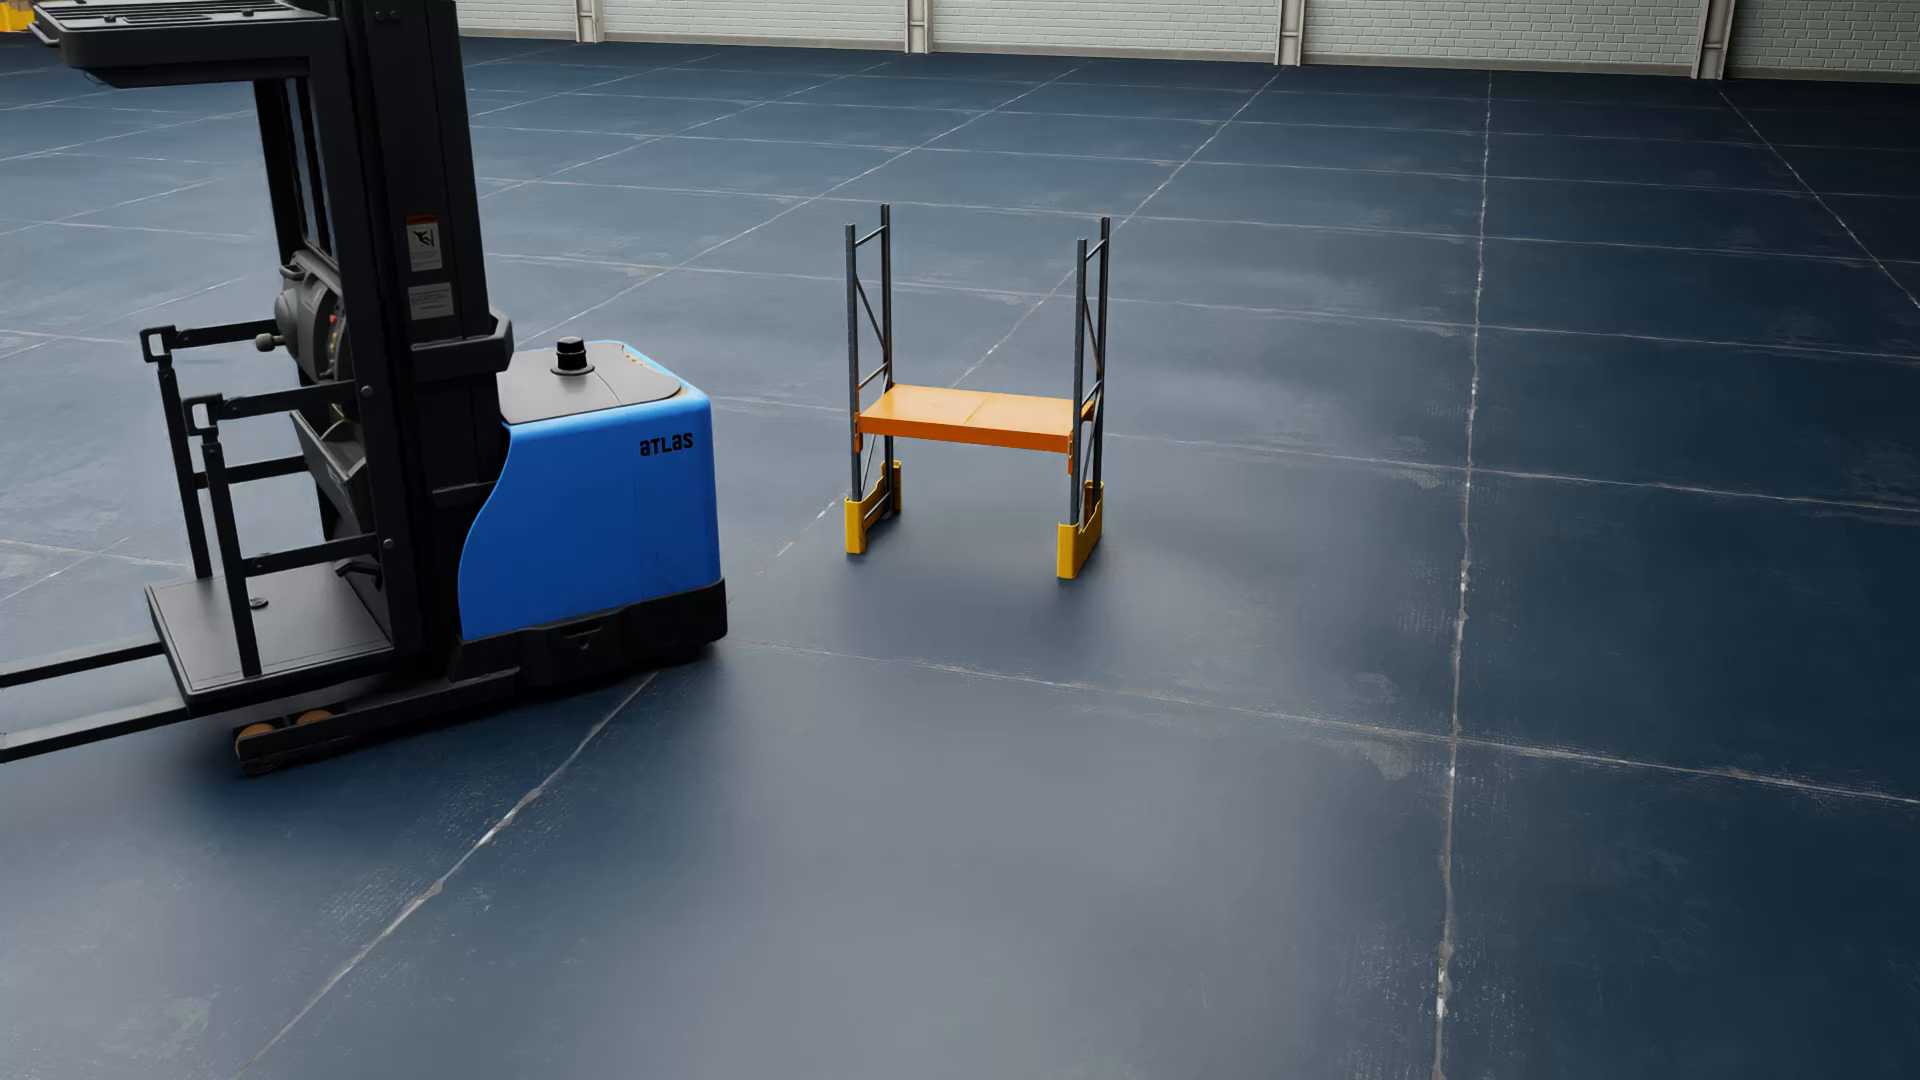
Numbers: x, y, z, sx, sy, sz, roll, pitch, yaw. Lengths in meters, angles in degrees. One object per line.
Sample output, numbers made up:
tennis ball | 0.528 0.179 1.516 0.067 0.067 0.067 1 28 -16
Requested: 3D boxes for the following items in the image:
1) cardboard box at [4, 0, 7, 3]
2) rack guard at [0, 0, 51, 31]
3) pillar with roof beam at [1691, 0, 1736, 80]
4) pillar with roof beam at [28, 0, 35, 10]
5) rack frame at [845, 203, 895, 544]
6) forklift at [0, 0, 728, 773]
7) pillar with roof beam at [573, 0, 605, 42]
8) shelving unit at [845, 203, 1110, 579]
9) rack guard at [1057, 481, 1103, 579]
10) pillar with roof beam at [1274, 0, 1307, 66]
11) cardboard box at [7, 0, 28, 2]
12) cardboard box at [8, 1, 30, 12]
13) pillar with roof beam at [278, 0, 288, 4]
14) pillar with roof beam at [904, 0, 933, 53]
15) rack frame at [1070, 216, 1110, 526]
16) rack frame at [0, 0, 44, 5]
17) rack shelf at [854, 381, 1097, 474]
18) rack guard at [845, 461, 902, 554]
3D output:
cardboard box | -18.054 -10.063 30.762 0.500 0.250 0.500 6 23 15
rack guard | -17.474 -9.811 31.029 0.348 0.500 1.175 7 23 16
pillar with roof beam | 9.574 -9.297 18.577 0.400 9.000 9.100 7 23 16
pillar with roof beam | -19.147 -12.585 26.594 0.400 9.000 9.100 7 23 16
rack frame | -0.405 -0.740 7.598 0.032 1.500 0.500 7 23 16
forklift | -2.458 -0.774 5.795 3.031 2.935 1.130 -13 26 -29
pillar with roof beam | -7.659 -11.270 23.387 0.400 9.000 9.100 7 23 16
shelving unit | 0.073 -0.686 7.465 1.083 1.500 0.587 7 23 16
rack guard | 0.550 -0.053 7.569 0.087 0.250 0.587 7 23 16
pillar with roof beam | 3.830 -9.954 20.180 0.400 9.000 9.100 7 23 16
cardboard box | -17.888 -10.251 31.218 0.500 0.250 0.500 7 23 16
cardboard box | -17.911 -10.017 31.308 0.500 0.250 0.500 7 23 16
pillar with roof beam | -13.403 -11.928 24.991 0.400 9.000 9.100 7 23 16
pillar with roof beam | -1.914 -10.612 21.784 0.400 9.000 9.100 7 23 16
rack frame | 0.568 -0.629 7.327 0.032 1.500 0.500 7 23 16
rack frame | -17.497 -10.970 30.561 0.127 3.000 1.000 7 23 16
rack shelf | 0.082 -0.518 7.531 1.000 0.185 0.538 7 23 16
rack guard | -0.404 -0.162 7.835 0.087 0.250 0.587 7 23 16
